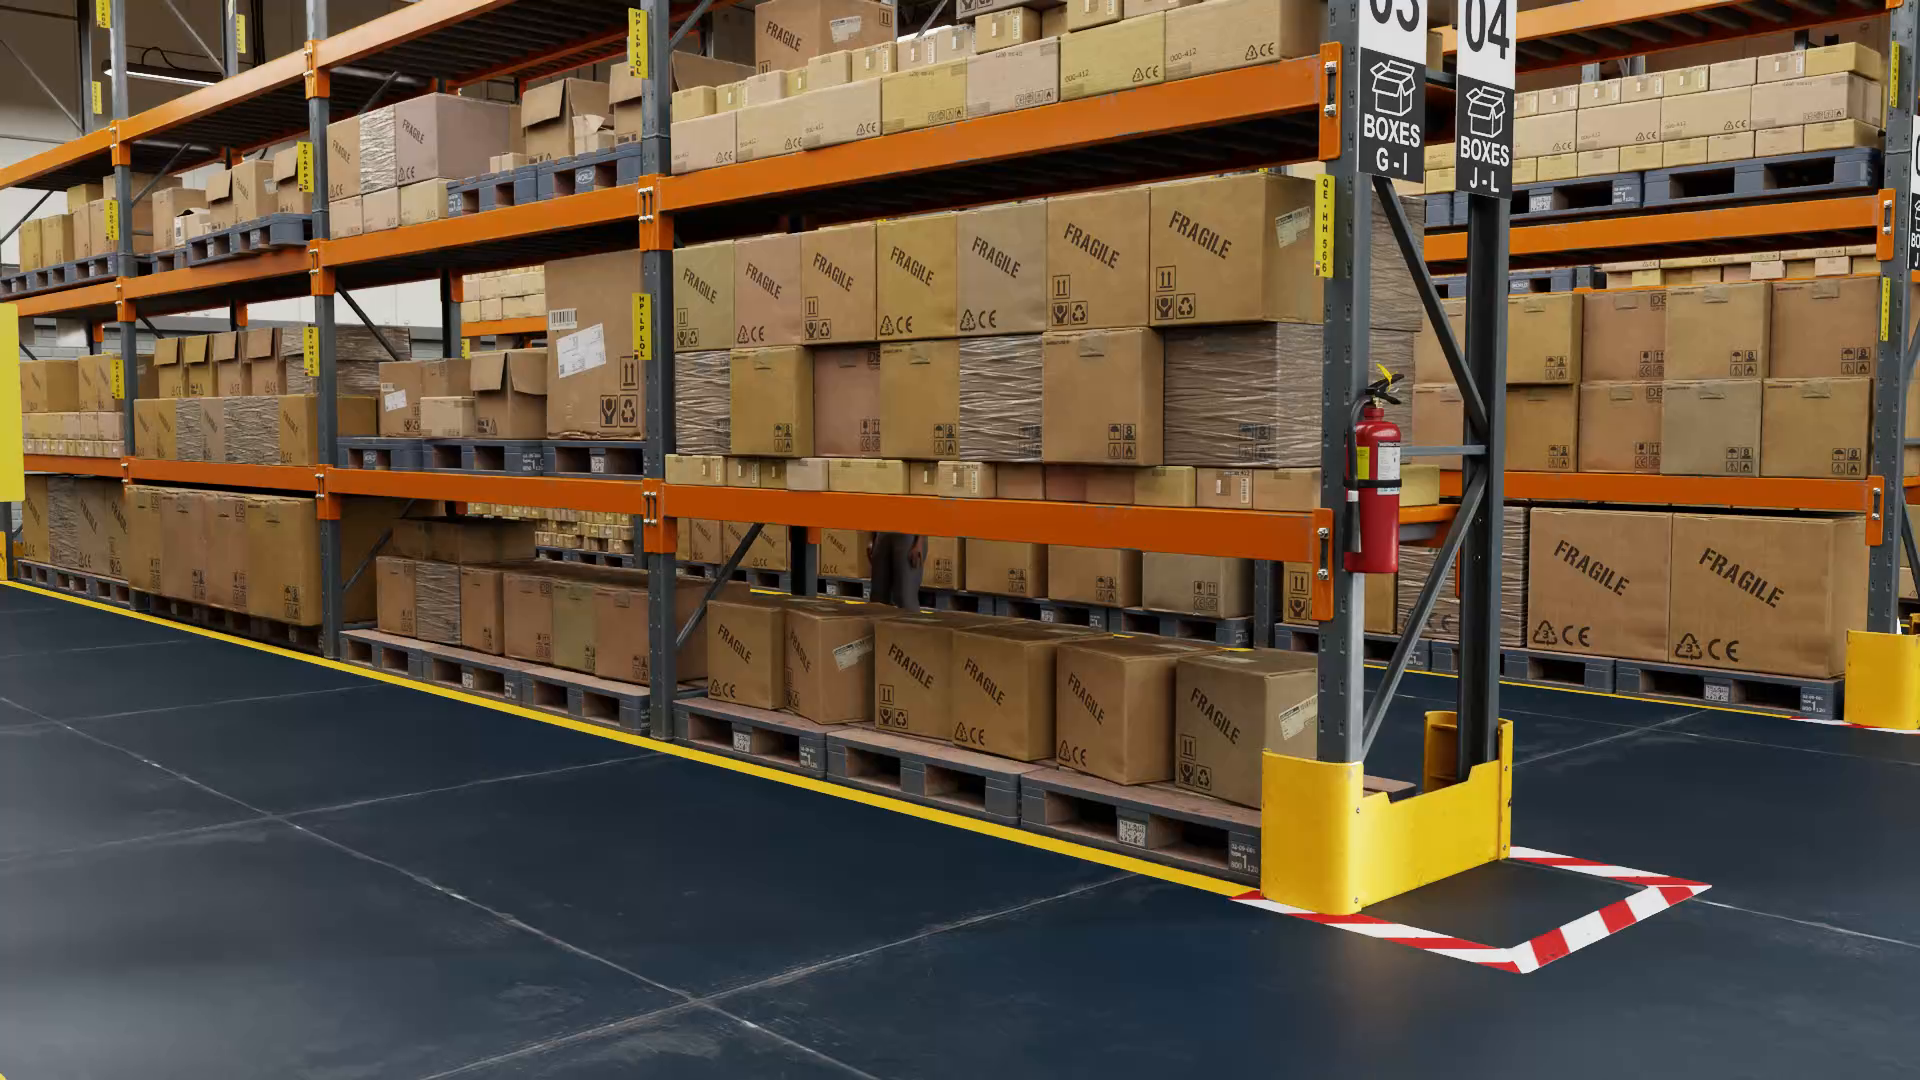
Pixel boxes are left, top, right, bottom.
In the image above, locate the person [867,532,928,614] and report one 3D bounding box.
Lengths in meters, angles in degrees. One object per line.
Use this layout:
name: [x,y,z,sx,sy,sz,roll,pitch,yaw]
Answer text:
person: [-0.409,0.028,10.684,0.352,1.654,0.512,-4,6,-44]
